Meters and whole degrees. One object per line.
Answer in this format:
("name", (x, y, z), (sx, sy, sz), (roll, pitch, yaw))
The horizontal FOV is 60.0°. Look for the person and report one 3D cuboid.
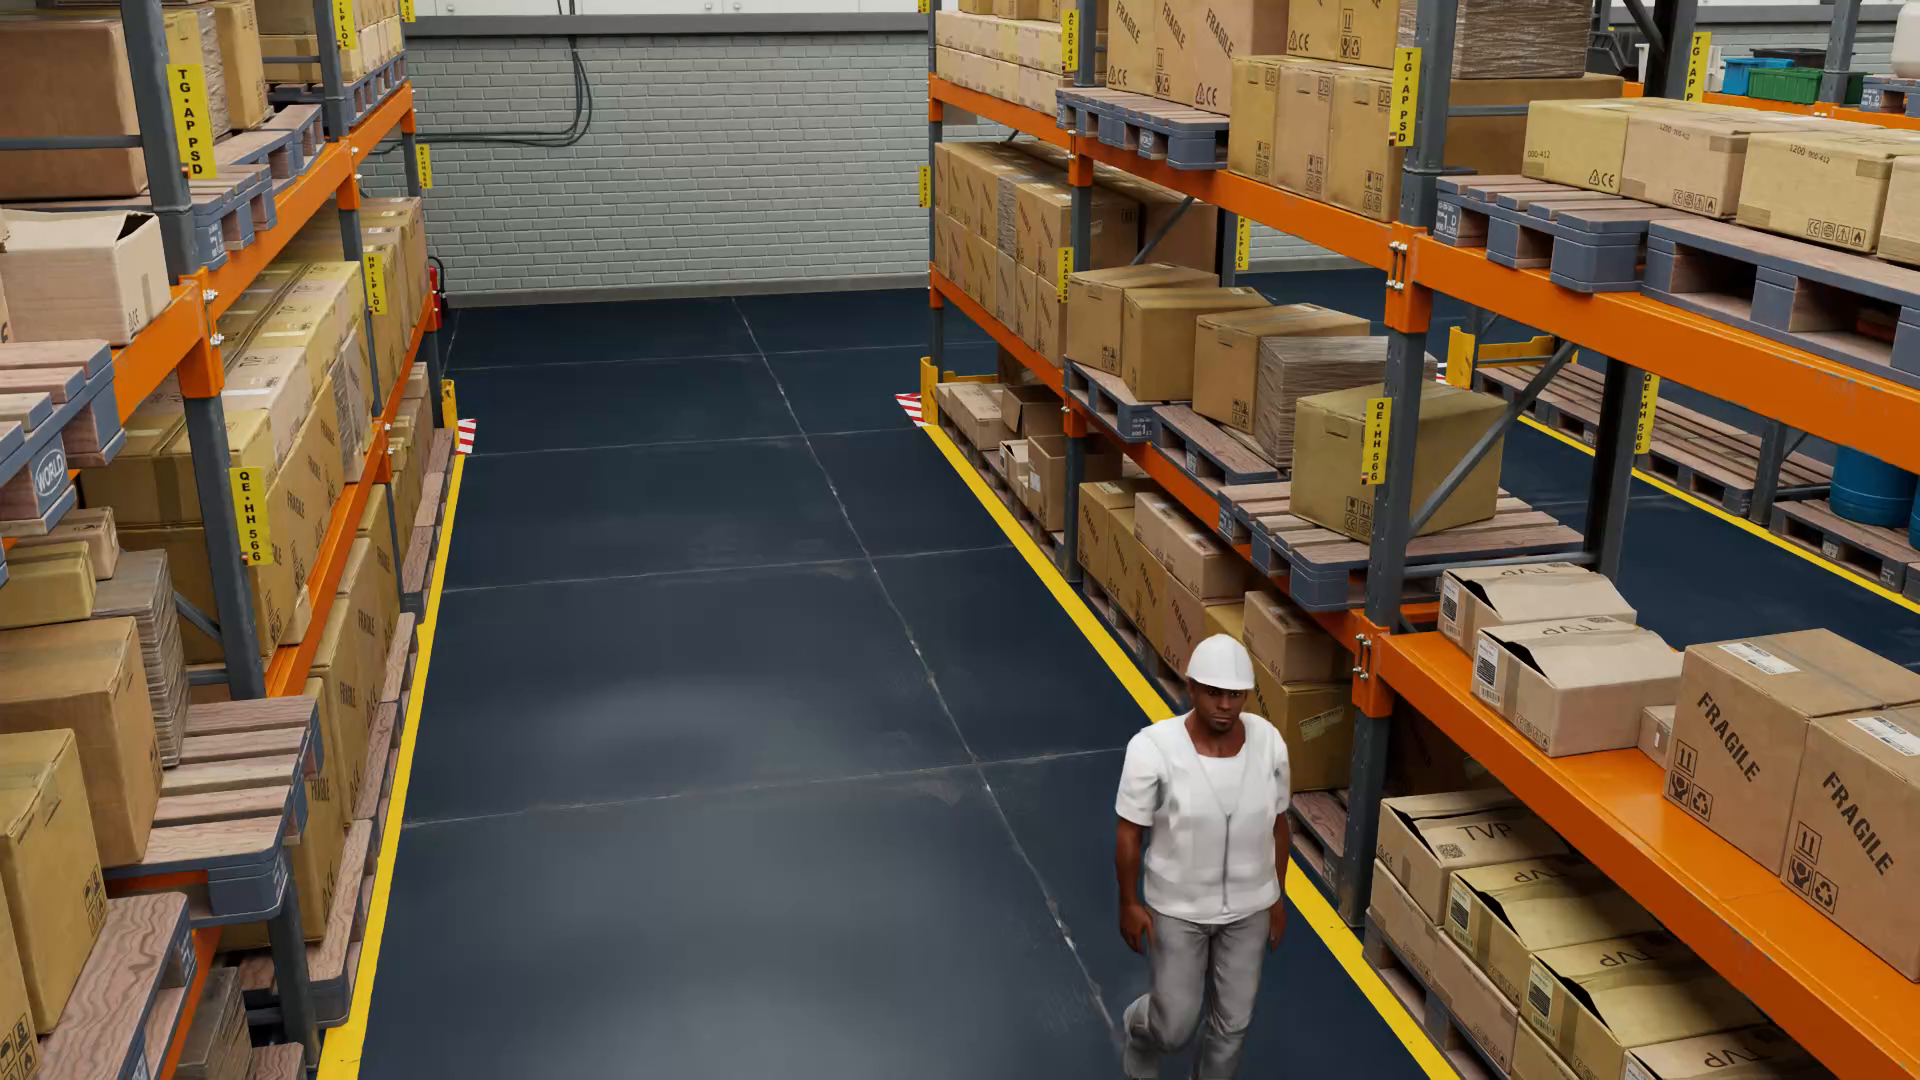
("person", (0.771, 1.129, 5.290), (0.569, 1.755, 0.601), (-3, 20, -10))
